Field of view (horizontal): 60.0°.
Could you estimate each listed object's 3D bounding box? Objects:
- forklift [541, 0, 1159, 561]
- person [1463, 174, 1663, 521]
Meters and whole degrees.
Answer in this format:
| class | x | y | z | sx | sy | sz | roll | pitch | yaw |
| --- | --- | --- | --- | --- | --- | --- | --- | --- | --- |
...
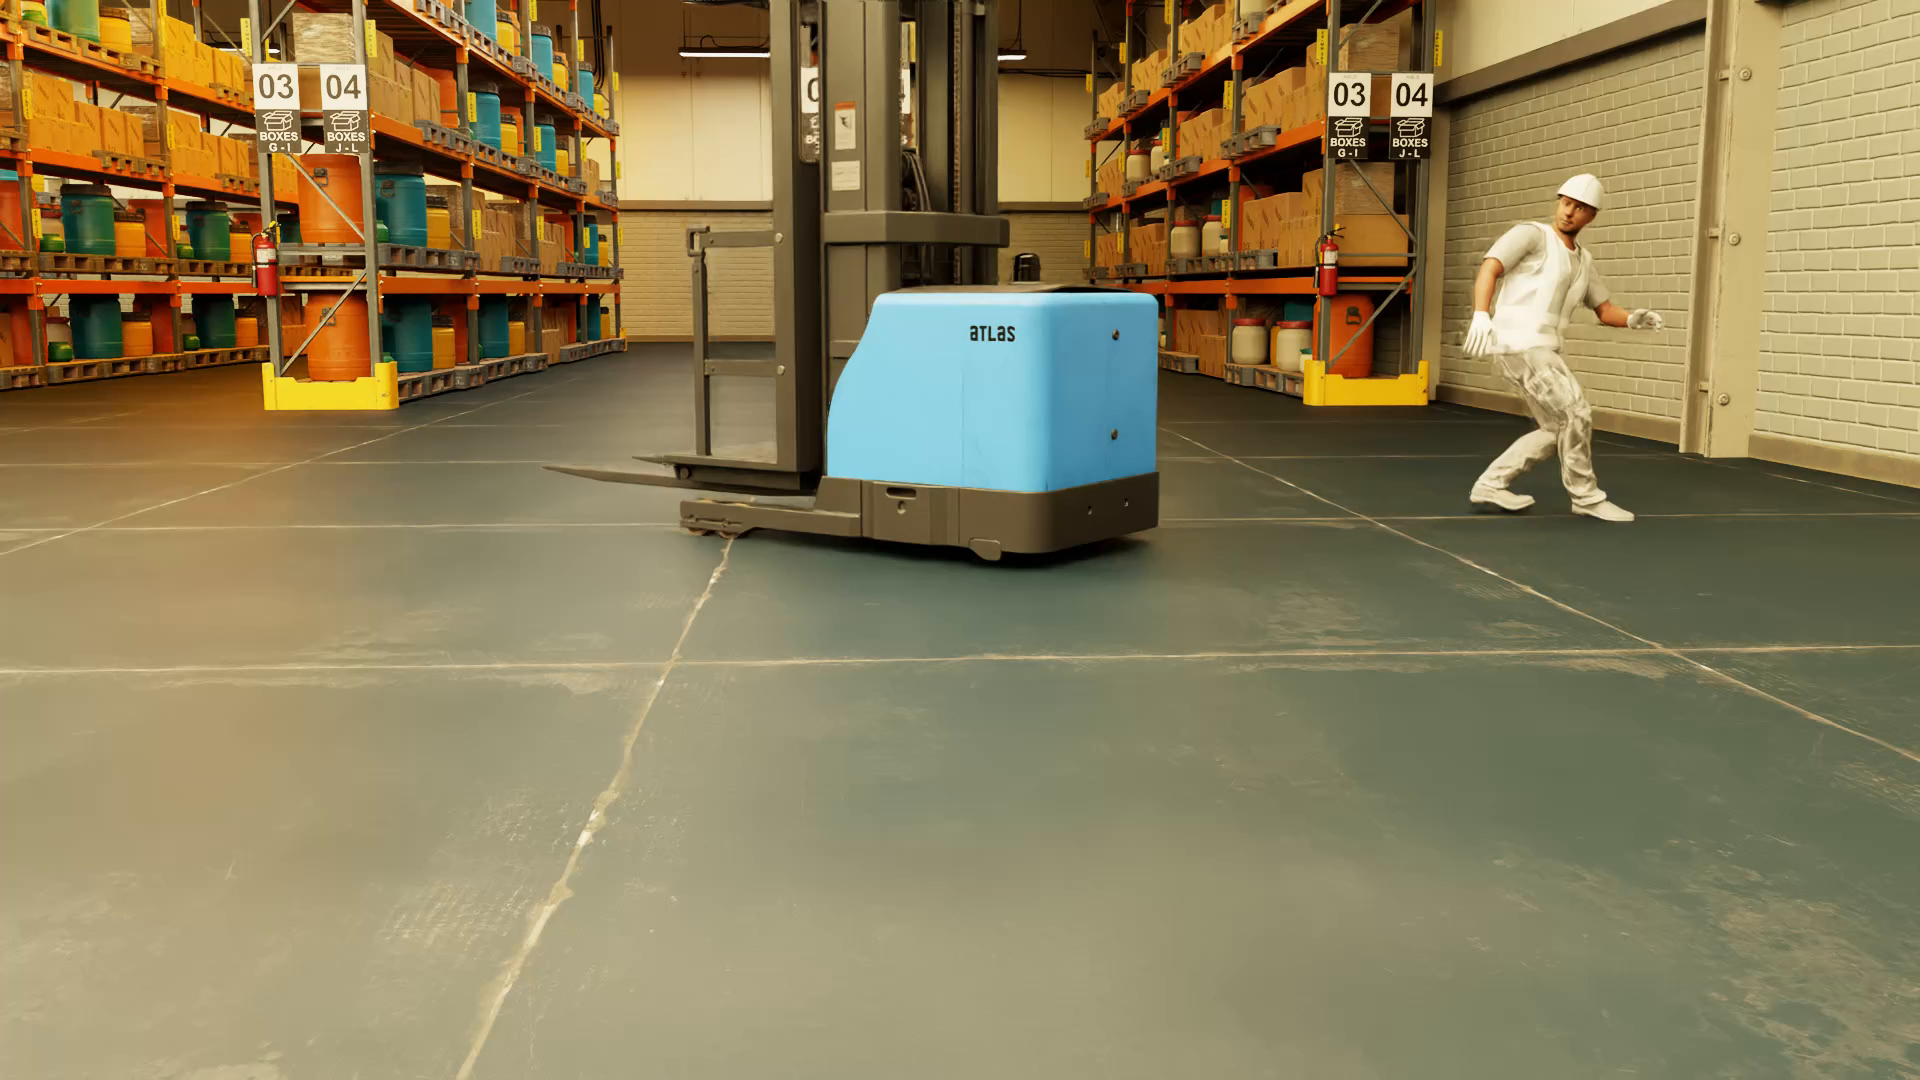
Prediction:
| class | x | y | z | sx | sy | sz | roll | pitch | yaw |
| --- | --- | --- | --- | --- | --- | --- | --- | --- | --- |
| forklift | -0.642 | -1.508 | 7.489 | 3.031 | 2.935 | 1.130 | 6 | 10 | 34 |
| person | 2.855 | -0.900 | 7.881 | 0.841 | 1.646 | 0.841 | 6 | 10 | 35 |
